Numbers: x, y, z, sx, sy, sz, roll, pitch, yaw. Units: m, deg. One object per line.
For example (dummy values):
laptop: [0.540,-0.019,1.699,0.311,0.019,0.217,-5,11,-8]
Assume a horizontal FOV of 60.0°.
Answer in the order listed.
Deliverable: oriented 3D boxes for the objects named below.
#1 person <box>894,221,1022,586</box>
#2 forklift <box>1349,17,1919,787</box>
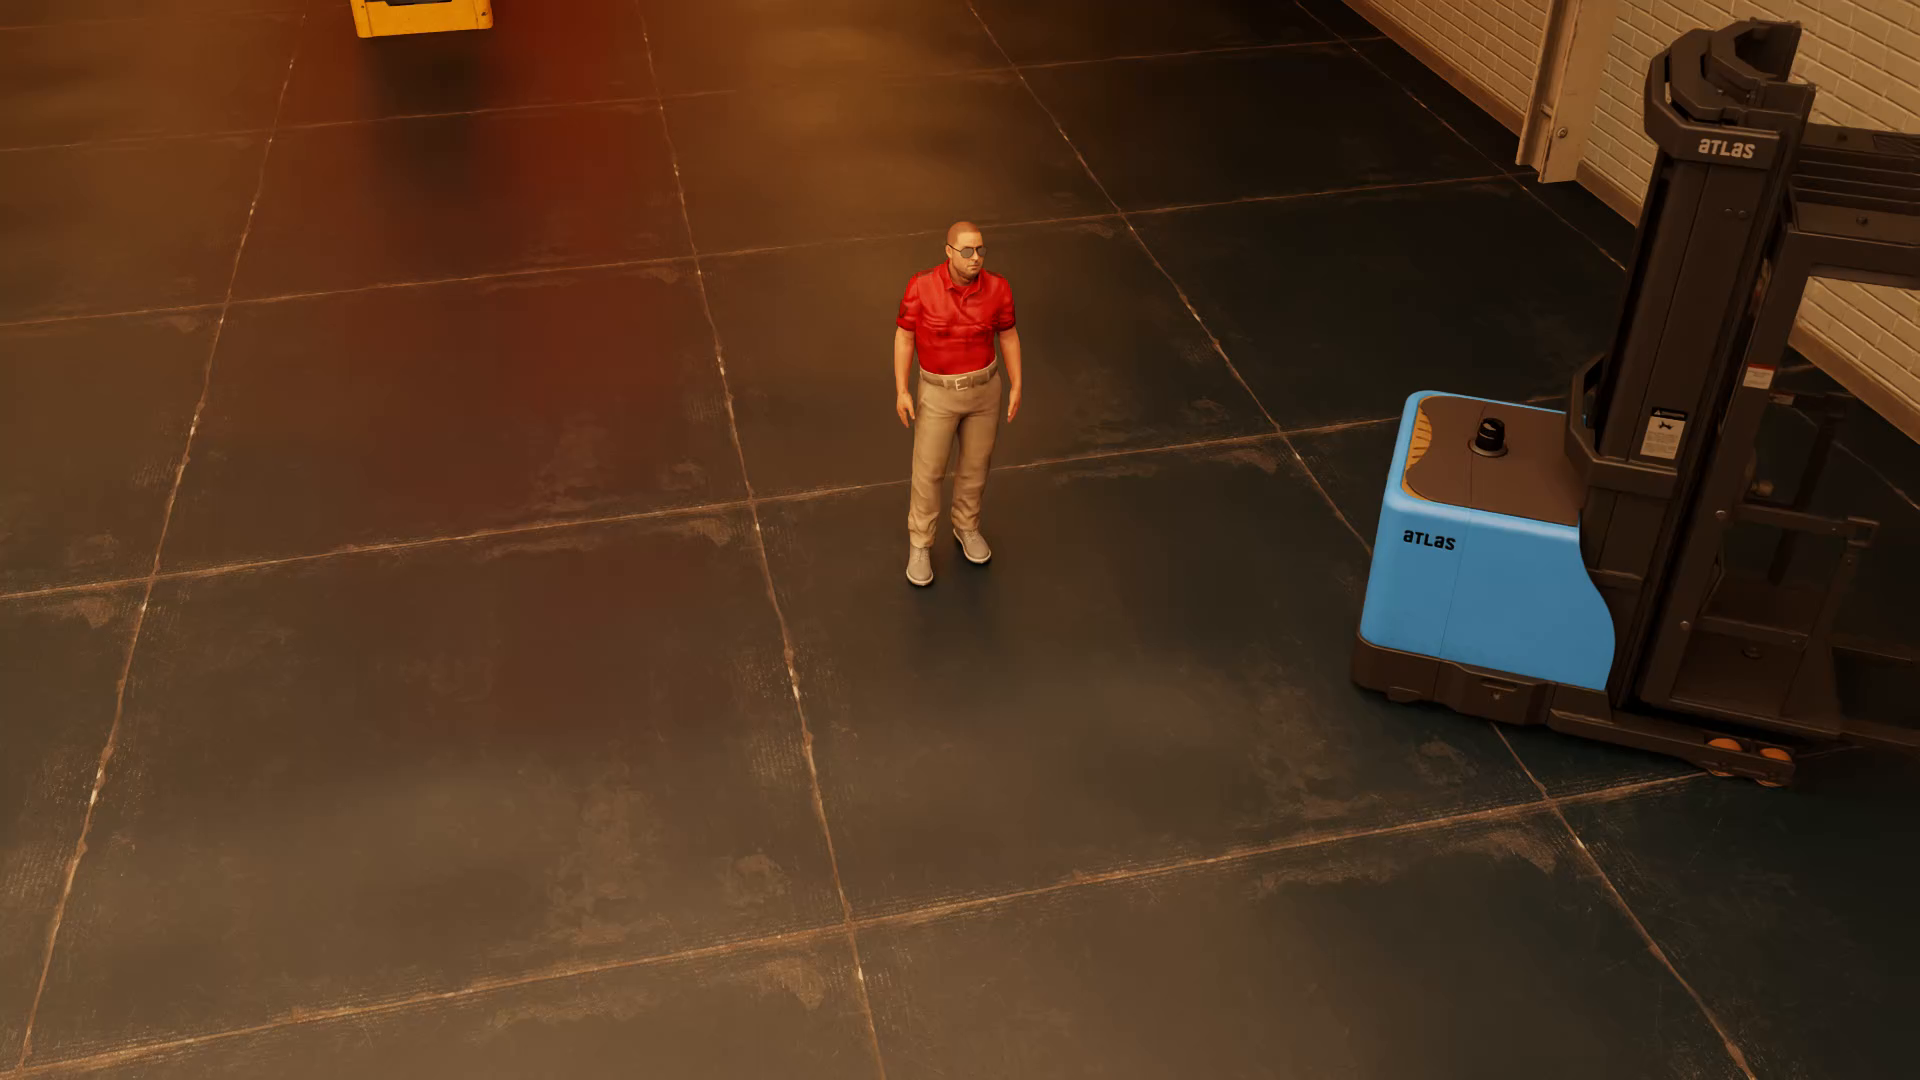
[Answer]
person: [0.008,-0.654,7.978,0.640,1.727,0.551,-8,36,-11]
forklift: [3.353,-0.487,6.727,3.031,2.935,1.130,11,37,15]
